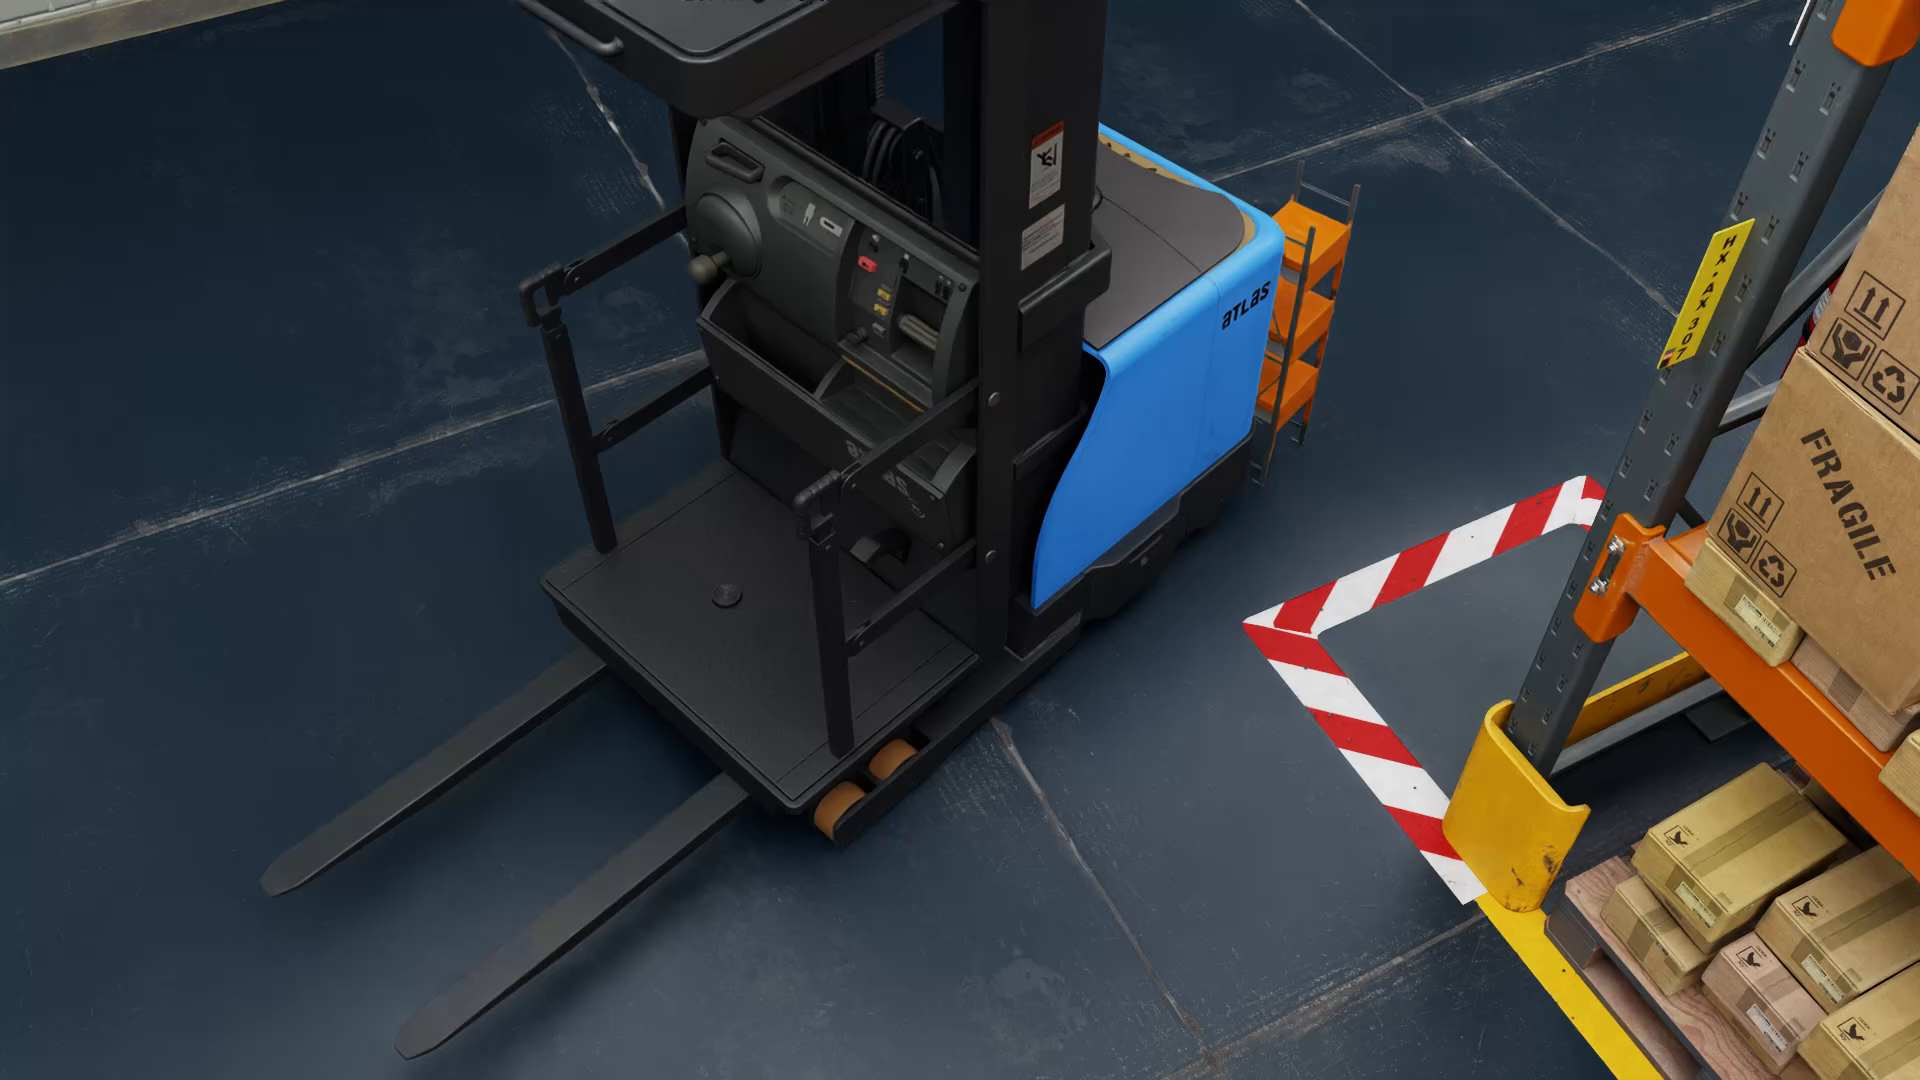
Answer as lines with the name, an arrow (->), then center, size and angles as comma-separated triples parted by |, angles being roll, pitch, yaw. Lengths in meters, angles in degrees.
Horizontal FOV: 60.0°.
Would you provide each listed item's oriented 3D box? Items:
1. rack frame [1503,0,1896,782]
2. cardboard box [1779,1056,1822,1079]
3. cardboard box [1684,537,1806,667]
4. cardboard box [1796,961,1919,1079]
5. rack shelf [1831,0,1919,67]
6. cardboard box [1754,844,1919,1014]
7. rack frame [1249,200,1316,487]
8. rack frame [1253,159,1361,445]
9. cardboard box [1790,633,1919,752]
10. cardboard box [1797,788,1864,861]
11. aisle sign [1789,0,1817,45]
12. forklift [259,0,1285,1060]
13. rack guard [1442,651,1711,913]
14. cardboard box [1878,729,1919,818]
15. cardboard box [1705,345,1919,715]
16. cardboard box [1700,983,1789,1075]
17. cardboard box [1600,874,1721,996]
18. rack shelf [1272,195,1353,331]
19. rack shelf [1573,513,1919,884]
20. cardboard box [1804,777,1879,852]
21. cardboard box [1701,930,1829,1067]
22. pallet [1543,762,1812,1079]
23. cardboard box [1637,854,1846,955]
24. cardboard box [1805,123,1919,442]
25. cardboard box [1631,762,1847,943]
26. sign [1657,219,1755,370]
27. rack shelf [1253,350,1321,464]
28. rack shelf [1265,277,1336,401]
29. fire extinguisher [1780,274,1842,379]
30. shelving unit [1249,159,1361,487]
rack frame -> 1.861, -0.353, 3.566 | 1.000, 3.000, 0.127 | -21, 52, -18
cardboard box -> 2.129, 1.219, 3.806 | 0.380, 0.149, 0.250 | -21, 52, -17
cardboard box -> 1.718, 0.060, 3.372 | 0.380, 0.149, 0.250 | -22, 52, -18
cardboard box -> 2.033, 1.075, 3.536 | 0.380, 0.149, 0.250 | -21, 52, -18
rack shelf -> 2.776, 0.235, 1.537 | 1.077, 0.370, 4.000 | -21, 52, -18
cardboard box -> 2.032, 0.863, 3.723 | 0.380, 0.149, 0.250 | -20, 52, -17
rack frame -> 0.909, -0.566, 5.048 | 0.200, 1.050, 0.008 | 31, 56, 24
rack frame -> 1.062, -0.709, 5.173 | 0.200, 1.050, 0.008 | 31, 56, 24
cardboard box -> 1.871, 0.216, 3.235 | 0.380, 0.149, 0.250 | -19, 52, -16
cardboard box -> 2.288, 0.728, 4.235 | 0.380, 0.149, 0.250 | -20, 52, -17
aisle sign -> 1.561, -1.154, 2.540 | 0.394, 0.787, 0.004 | -21, 52, -18
forklift -> -0.473, -0.590, 3.818 | 1.130, 2.935, 3.031 | 36, 58, 27
rack guard -> 1.896, 0.521, 4.462 | 1.175, 0.500, 0.348 | -21, 52, -18
cardboard box -> 1.947, 0.414, 3.062 | 0.380, 0.149, 0.250 | -23, 53, -19
cardboard box -> 1.821, -0.088, 3.070 | 0.500, 0.500, 0.500 | -19, 51, -16
cardboard box -> 2.009, 1.056, 3.949 | 0.380, 0.149, 0.250 | -21, 52, -18
cardboard box -> 1.816, 0.909, 4.078 | 0.380, 0.149, 0.250 | -20, 52, -17
rack shelf -> 0.985, -0.817, 4.904 | 0.215, 0.259, 0.240 | 31, 56, 24
rack shelf -> 2.776, 1.223, 2.666 | 1.077, 0.370, 4.000 | -21, 52, -18
cardboard box -> 2.357, 0.605, 4.146 | 0.380, 0.149, 0.250 | -22, 53, -18
cardboard box -> 1.948, 0.992, 3.807 | 0.380, 0.149, 0.250 | -21, 52, -18
pallet -> 2.236, 1.172, 4.085 | 1.003, 0.211, 1.213 | -21, 52, -18
cardboard box -> 1.873, 0.789, 3.985 | 0.380, 0.149, 0.250 | -19, 52, -16
cardboard box -> 1.831, -0.421, 2.697 | 0.500, 0.500, 0.500 | -21, 52, -18
cardboard box -> 1.799, 0.719, 3.848 | 0.380, 0.149, 0.250 | -23, 53, -19
sign -> 1.379, -0.451, 3.076 | 0.100, 0.325, 0.005 | -21, 52, -18
rack shelf -> 0.985, -0.448, 5.327 | 0.215, 0.259, 0.240 | 31, 56, 24
rack shelf -> 0.985, -0.630, 5.118 | 0.215, 0.259, 0.240 | 31, 56, 24
fire extinguisher -> 2.156, -0.532, 4.022 | 0.296, 0.674, 0.183 | -21, 52, -18
shelving unit -> 0.985, -0.637, 5.110 | 0.215, 1.050, 0.252 | 31, 56, 24
